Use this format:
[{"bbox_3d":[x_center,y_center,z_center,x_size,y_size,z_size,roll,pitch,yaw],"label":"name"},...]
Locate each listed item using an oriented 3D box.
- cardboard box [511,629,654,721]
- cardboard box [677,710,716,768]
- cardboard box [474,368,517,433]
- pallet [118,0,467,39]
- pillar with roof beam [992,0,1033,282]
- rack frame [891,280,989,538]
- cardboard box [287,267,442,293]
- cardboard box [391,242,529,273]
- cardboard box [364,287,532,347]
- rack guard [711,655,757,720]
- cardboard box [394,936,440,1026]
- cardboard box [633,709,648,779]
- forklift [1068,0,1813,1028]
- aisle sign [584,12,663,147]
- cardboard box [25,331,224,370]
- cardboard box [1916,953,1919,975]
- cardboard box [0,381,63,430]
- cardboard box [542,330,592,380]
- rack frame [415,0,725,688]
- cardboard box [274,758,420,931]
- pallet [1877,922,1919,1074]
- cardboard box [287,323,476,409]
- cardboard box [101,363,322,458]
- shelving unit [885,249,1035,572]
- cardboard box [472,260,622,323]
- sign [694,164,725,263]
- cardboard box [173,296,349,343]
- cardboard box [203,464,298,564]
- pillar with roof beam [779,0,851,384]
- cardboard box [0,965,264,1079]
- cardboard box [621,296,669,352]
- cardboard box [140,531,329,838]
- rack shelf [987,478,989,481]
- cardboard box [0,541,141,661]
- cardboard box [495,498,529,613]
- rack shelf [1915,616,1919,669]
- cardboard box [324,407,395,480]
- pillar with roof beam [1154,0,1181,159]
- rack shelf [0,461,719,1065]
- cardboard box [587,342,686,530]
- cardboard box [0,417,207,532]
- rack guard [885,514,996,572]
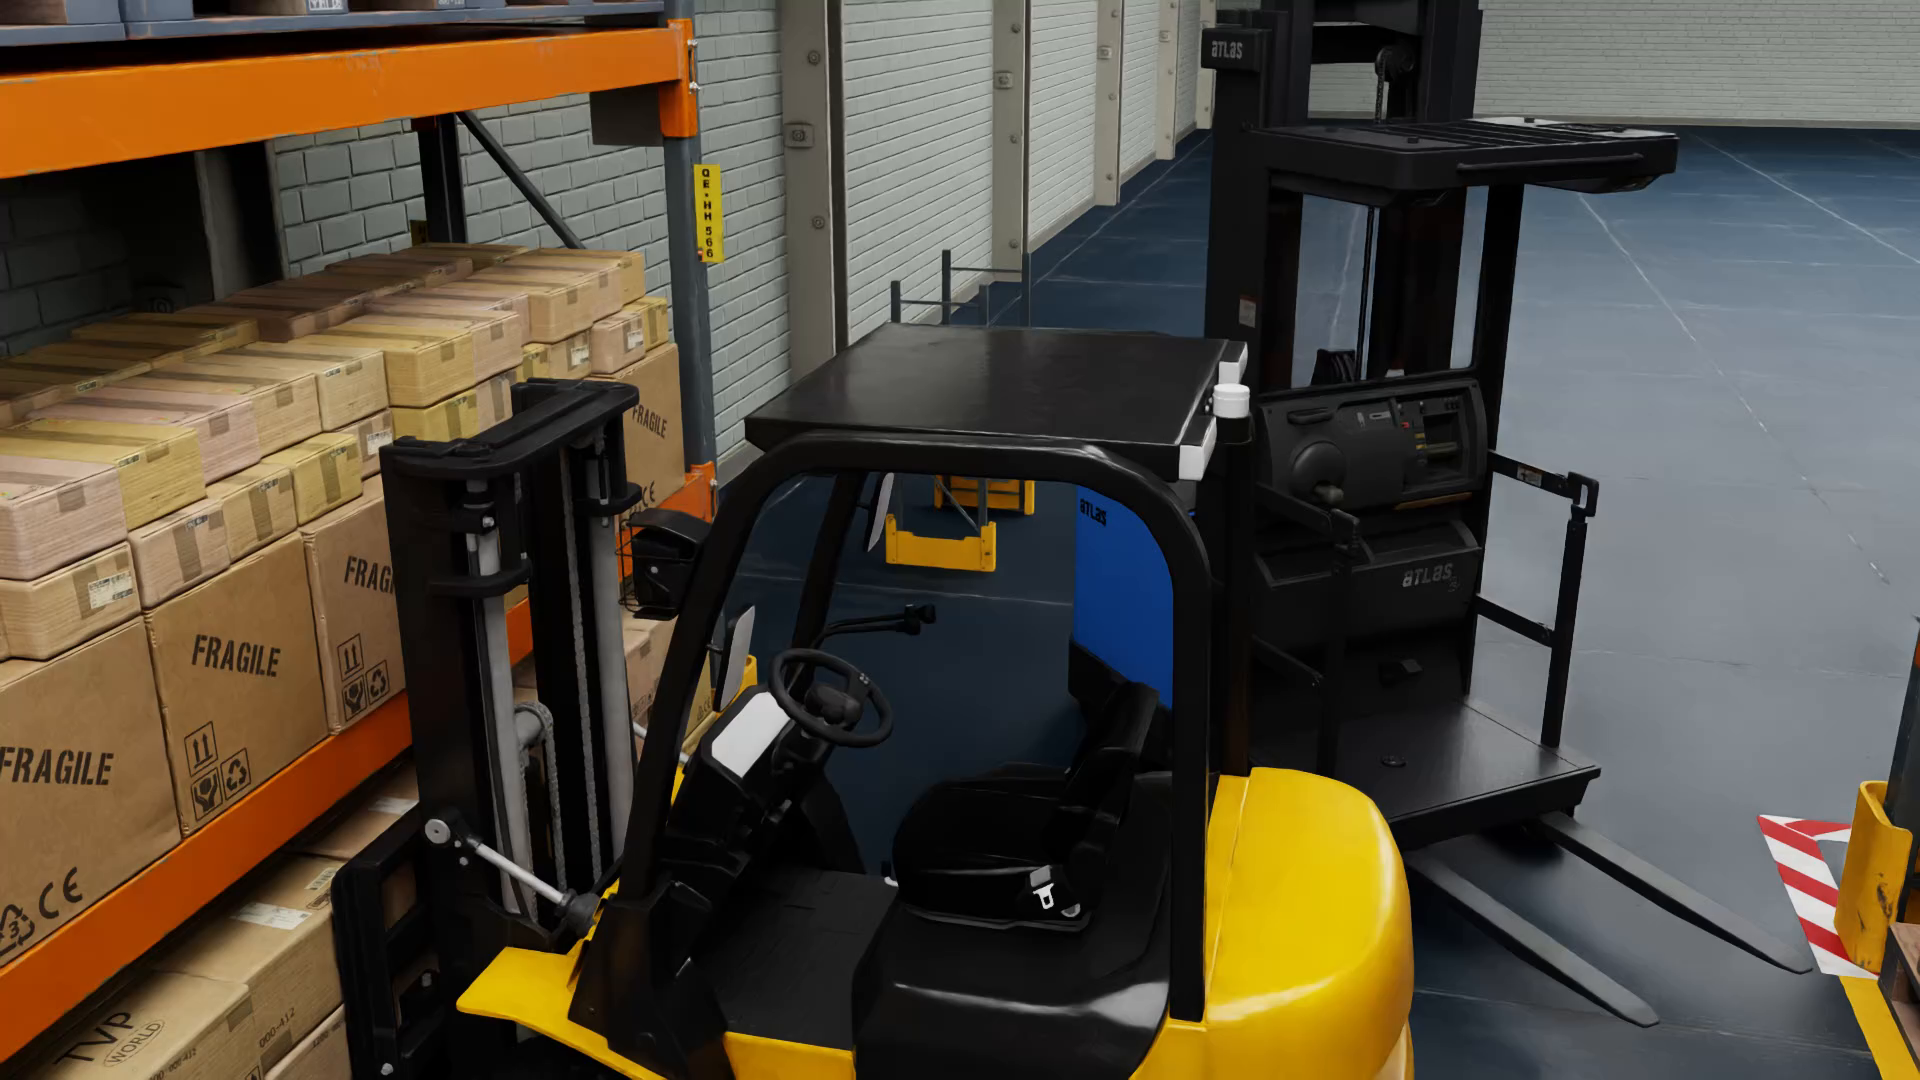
[{"bbox_3d":[-1.302,0.470,5.230,0.500,0.250,0.500,5,19,14],"label":"cardboard box"},{"bbox_3d":[-1.181,0.785,5.852,0.500,0.250,0.500,5,19,14],"label":"cardboard box"},{"bbox_3d":[-1.433,-0.390,4.529,0.380,0.149,0.250,4,19,12],"label":"cardboard box"},{"bbox_3d":[-1.867,-1.264,3.743,1.003,0.211,1.213,5,19,13],"label":"pallet"},{"bbox_3d":[4.689,-6.602,14.595,9.100,9.000,0.400,5,19,13],"label":"pillar with roof beam"},{"bbox_3d":[-0.103,-0.577,8.557,0.500,1.500,0.032,5,19,13],"label":"rack frame"},{"bbox_3d":[-1.810,-0.733,5.073,0.380,0.149,0.250,5,19,14],"label":"cardboard box"},{"bbox_3d":[-1.662,-0.896,5.551,0.380,0.149,0.250,4,19,12],"label":"cardboard box"},{"bbox_3d":[-1.457,-0.619,4.742,0.380,0.149,0.250,5,19,14],"label":"cardboard box"},{"bbox_3d":[-1.367,0.686,6.405,1.175,0.500,0.348,5,19,13],"label":"rack guard"},{"bbox_3d":[-1.553,1.030,4.361,0.500,0.250,0.500,5,19,13],"label":"cardboard box"},{"bbox_3d":[-1.322,0.710,5.298,0.500,0.250,0.500,4,19,13],"label":"cardboard box"},{"bbox_3d":[1.543,-0.325,5.604,1.130,2.935,3.031,-9,21,-24],"label":"forklift"},{"bbox_3d":[-1.072,-1.717,5.551,0.394,0.787,0.004,5,19,13],"label":"aisle sign"},{"bbox_3d":[-2.068,-0.413,4.139,0.380,0.149,0.250,5,19,14],"label":"cardboard box"},{"bbox_3d":[2.976,1.235,4.535,0.500,0.250,0.500,4,19,13],"label":"cardboard box"},{"bbox_3d":[-2.221,-0.253,3.670,0.380,0.149,0.250,4,19,13],"label":"cardboard box"},{"bbox_3d":[-1.342,-0.554,5.010,0.380,0.149,0.250,5,19,14],"label":"cardboard box"},{"bbox_3d":[-1.373,-0.489,5.979,1.000,3.000,0.127,5,19,13],"label":"rack frame"},{"bbox_3d":[-1.547,0.787,4.301,0.500,0.250,0.500,4,19,12],"label":"cardboard box"},{"bbox_3d":[3.190,1.497,4.479,1.003,0.211,1.213,5,19,13],"label":"pallet"},{"bbox_3d":[-1.471,-0.447,4.238,0.380,0.149,0.250,5,19,14],"label":"cardboard box"},{"bbox_3d":[-1.703,-0.297,3.797,0.380,0.149,0.250,5,19,14],"label":"cardboard box"},{"bbox_3d":[0.019,-0.734,9.015,0.587,1.500,1.083,5,19,13],"label":"shelving unit"},{"bbox_3d":[-1.286,-0.776,5.199,0.380,0.149,0.250,5,19,13],"label":"cardboard box"},{"bbox_3d":[-0.850,-1.102,5.616,0.100,0.325,0.005,5,19,13],"label":"sign"},{"bbox_3d":[-1.925,-0.572,4.602,0.380,0.149,0.250,5,20,15],"label":"cardboard box"},{"bbox_3d":[-1.677,-0.068,3.587,0.380,0.149,0.250,4,19,12],"label":"cardboard box"},{"bbox_3d":[3.223,-4.722,9.089,9.100,9.000,0.400,5,19,13],"label":"pillar with roof beam"},{"bbox_3d":[-1.793,1.107,3.362,0.500,0.250,0.500,5,19,13],"label":"cardboard box"},{"bbox_3d":[-1.186,-0.713,5.475,0.380,0.149,0.250,5,19,14],"label":"cardboard box"},{"bbox_3d":[-1.755,0.275,3.586,0.500,0.500,0.500,4,19,13],"label":"cardboard box"},{"bbox_3d":[0.021,-0.566,9.082,0.538,0.185,1.000,5,19,13],"label":"rack shelf"},{"bbox_3d":[-1.787,0.094,3.112,0.380,0.149,0.250,5,20,15],"label":"cardboard box"},{"bbox_3d":[-1.499,-0.039,4.507,0.500,0.500,0.500,4,19,12],"label":"cardboard box"},{"bbox_3d":[2.953,0.869,3.116,1.077,0.370,4.000,5,19,13],"label":"rack shelf"},{"bbox_3d":[-1.624,-0.238,4.084,0.380,0.149,0.250,5,19,13],"label":"cardboard box"},{"bbox_3d":[7.621,-10.364,25.607,9.100,9.000,0.400,5,19,13],"label":"pillar with roof beam"},{"bbox_3d":[-1.862,0.478,4.260,1.077,0.370,4.000,5,19,13],"label":"rack shelf"},{"bbox_3d":[-1.239,-0.362,5.451,0.500,0.500,0.500,4,19,12],"label":"cardboard box"},{"bbox_3d":[-1.755,-0.133,3.317,0.380,0.149,0.250,4,19,13],"label":"cardboard box"},{"bbox_3d":[-0.103,0.014,8.760,0.587,0.250,0.087,5,19,13],"label":"rack guard"}]
